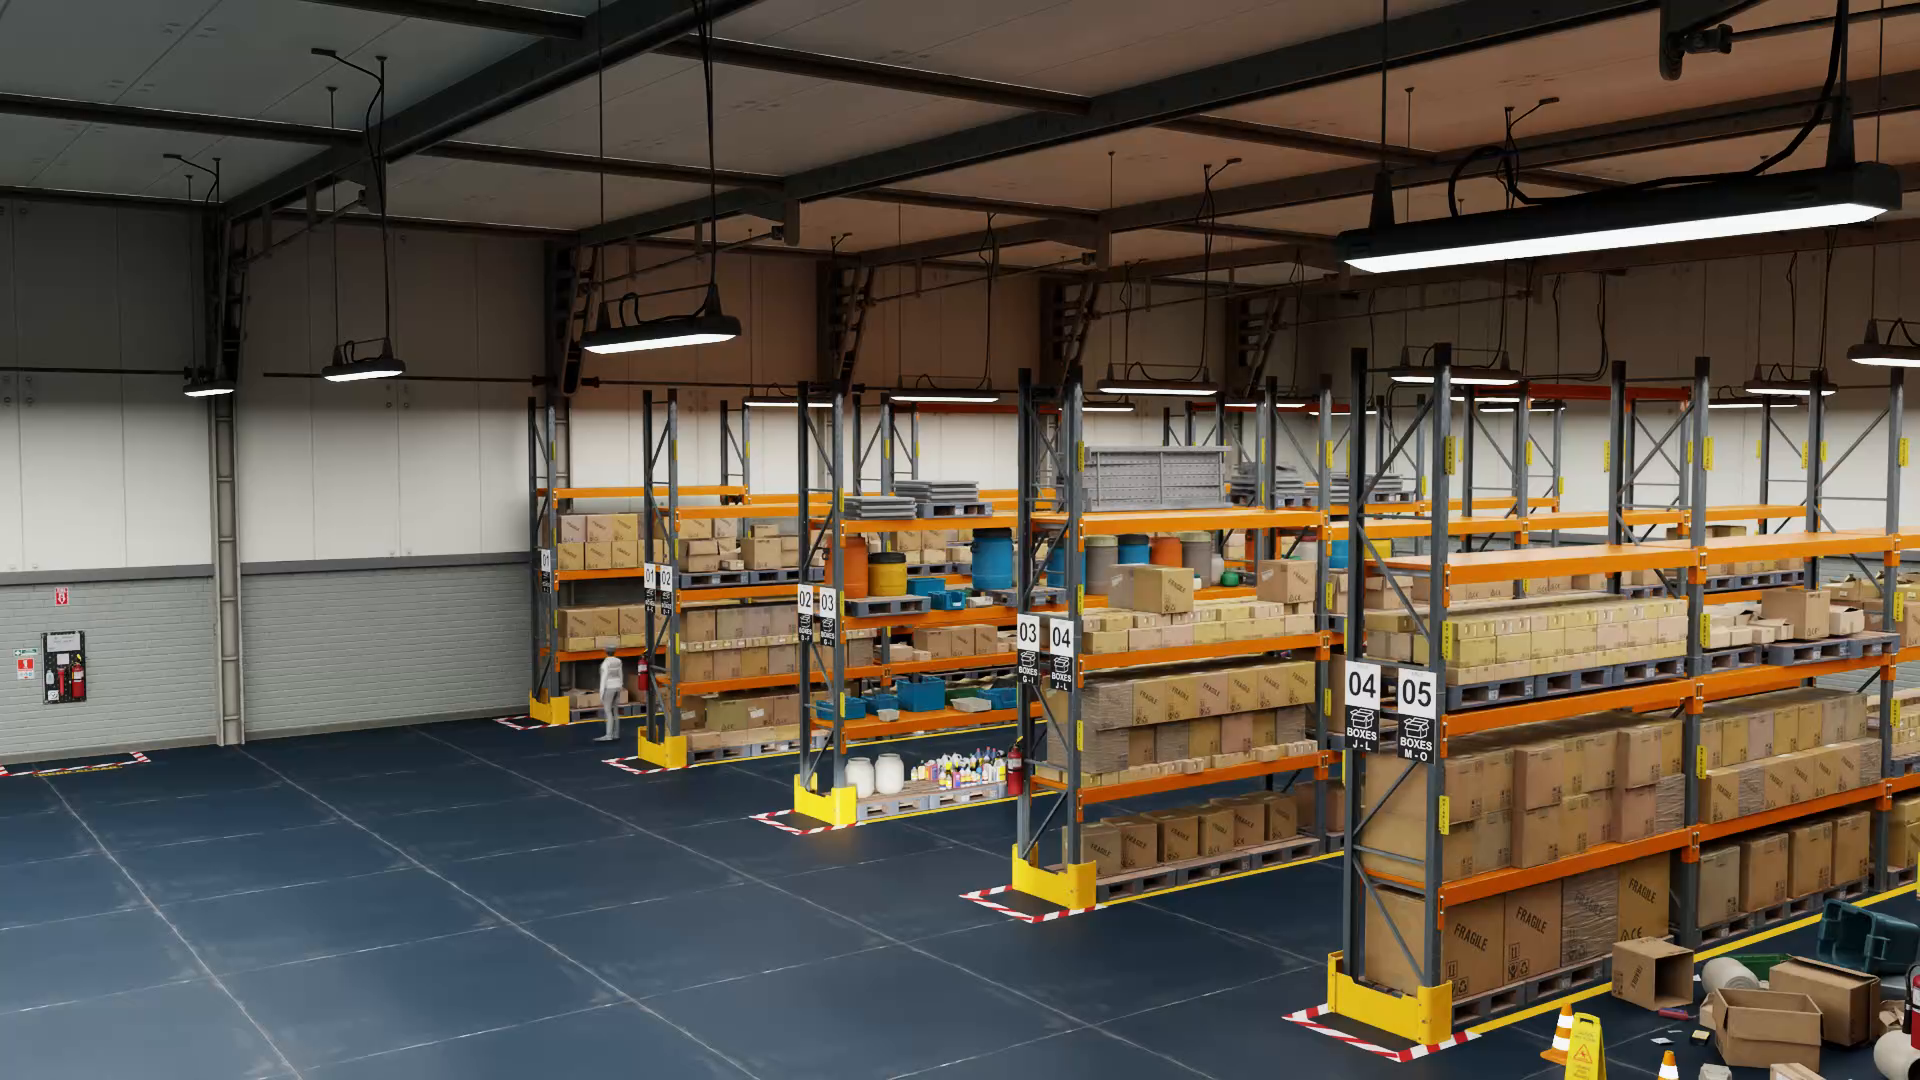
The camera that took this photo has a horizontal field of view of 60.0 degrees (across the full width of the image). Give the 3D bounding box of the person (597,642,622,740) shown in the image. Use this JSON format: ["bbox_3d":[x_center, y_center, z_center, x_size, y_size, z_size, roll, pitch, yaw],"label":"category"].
[{"bbox_3d":[-6.073,2.614,28.771,0.402,1.680,0.537,2,4,26],"label":"person"}]

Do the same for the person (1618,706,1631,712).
[{"bbox_3d":[8.957,3.022,22.516,0.368,1.650,0.559,1,4,18],"label":"person"}]
